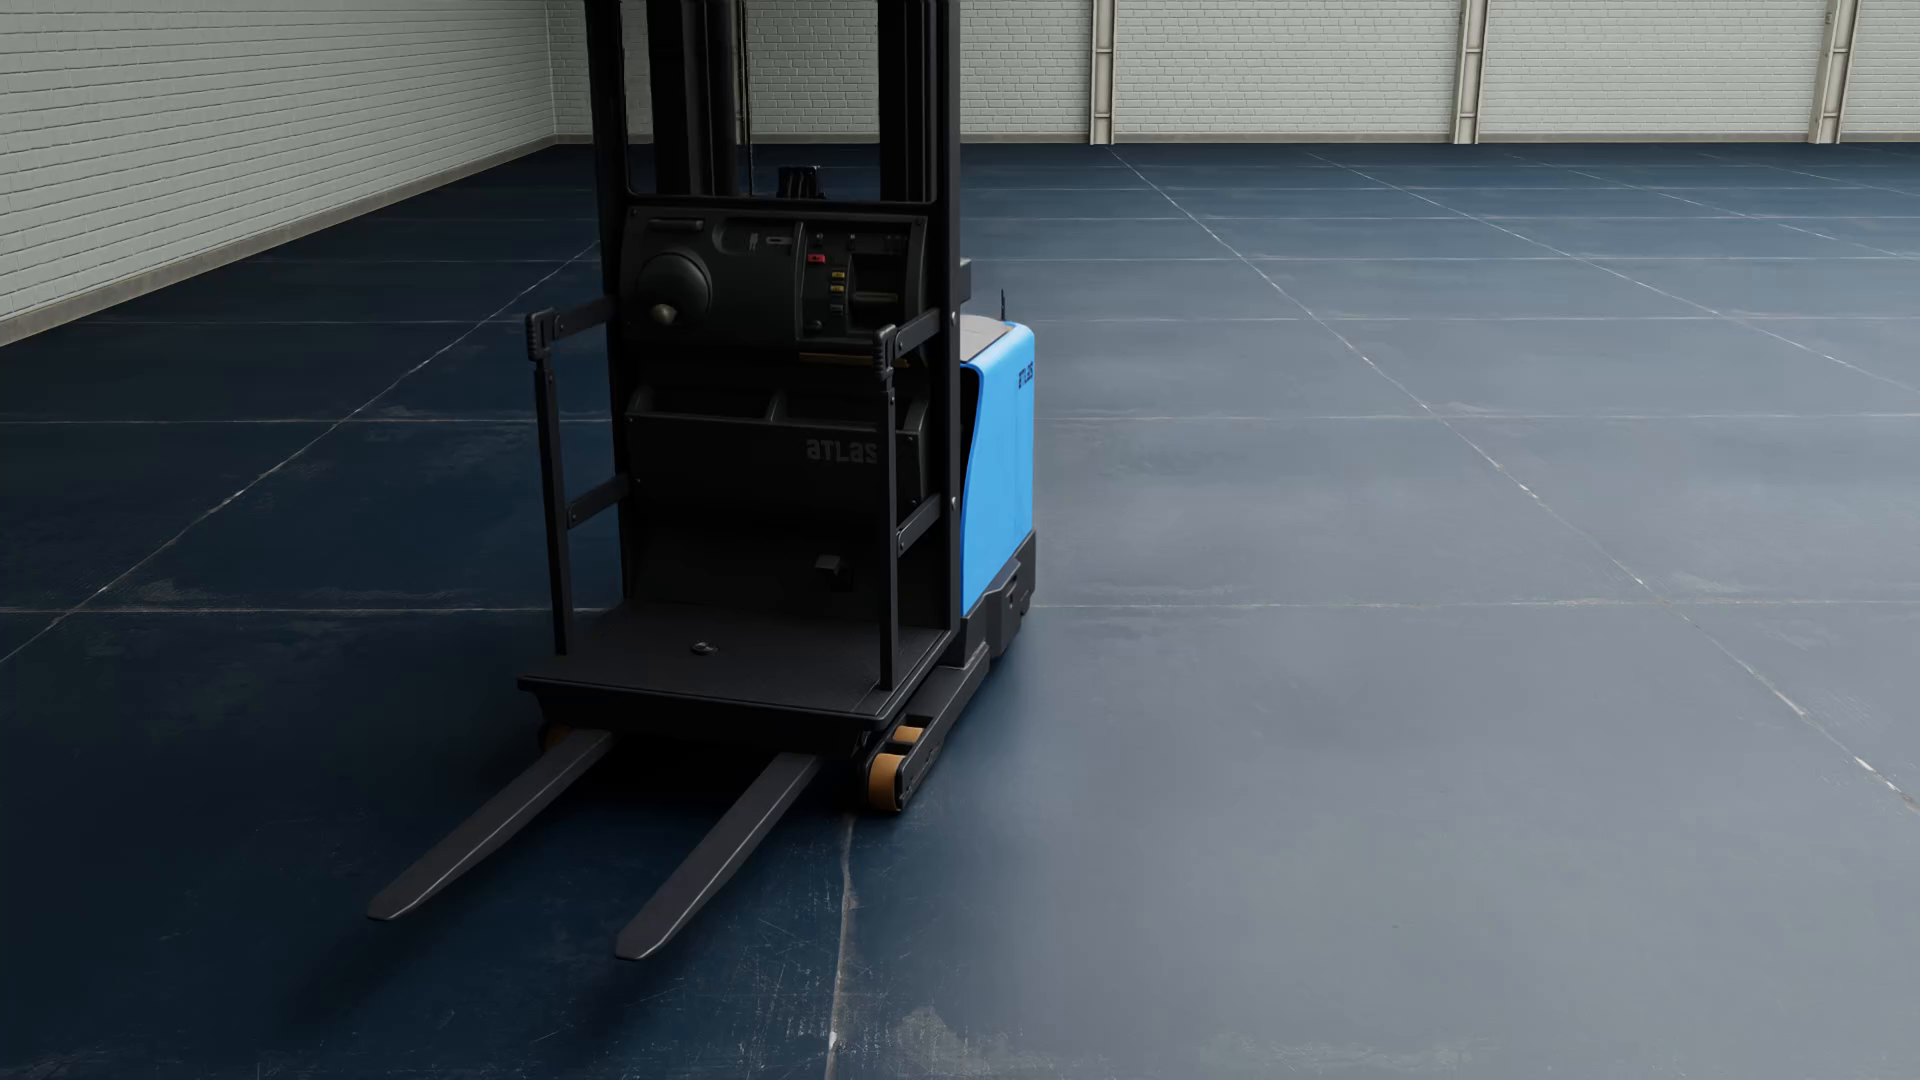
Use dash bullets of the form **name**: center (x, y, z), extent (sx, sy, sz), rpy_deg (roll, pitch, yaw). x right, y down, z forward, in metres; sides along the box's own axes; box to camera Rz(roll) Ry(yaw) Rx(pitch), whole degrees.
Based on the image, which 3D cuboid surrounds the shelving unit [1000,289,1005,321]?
- **shelving unit**: center (0.053, -0.500, 6.888), extent (0.252, 1.050, 0.215), rpy_deg (0, 18, -1)

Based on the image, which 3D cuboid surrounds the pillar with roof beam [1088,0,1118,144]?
- **pillar with roof beam**: center (2.396, -9.507, 21.953), extent (0.400, 9.000, 9.100), rpy_deg (0, 18, -1)

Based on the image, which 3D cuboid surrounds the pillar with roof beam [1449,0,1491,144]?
- **pillar with roof beam**: center (8.396, -9.536, 22.043), extent (0.400, 9.000, 9.100), rpy_deg (0, 18, -1)

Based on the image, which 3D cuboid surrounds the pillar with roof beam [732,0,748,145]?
- **pillar with roof beam**: center (-3.603, -9.478, 21.863), extent (0.400, 9.000, 9.100), rpy_deg (0, 18, -1)

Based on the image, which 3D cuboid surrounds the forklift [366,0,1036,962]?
- **forklift**: center (-0.603, -0.763, 4.629), extent (1.130, 2.935, 3.031), rpy_deg (5, 18, 15)

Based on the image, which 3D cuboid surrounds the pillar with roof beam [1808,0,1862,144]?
- **pillar with roof beam**: center (14.395, -9.565, 22.133), extent (0.400, 9.000, 9.100), rpy_deg (0, 18, -1)

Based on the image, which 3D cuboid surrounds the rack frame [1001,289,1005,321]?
- **rack frame**: center (0.175, -0.501, 6.890), extent (0.008, 1.050, 0.200), rpy_deg (0, 18, -1)
